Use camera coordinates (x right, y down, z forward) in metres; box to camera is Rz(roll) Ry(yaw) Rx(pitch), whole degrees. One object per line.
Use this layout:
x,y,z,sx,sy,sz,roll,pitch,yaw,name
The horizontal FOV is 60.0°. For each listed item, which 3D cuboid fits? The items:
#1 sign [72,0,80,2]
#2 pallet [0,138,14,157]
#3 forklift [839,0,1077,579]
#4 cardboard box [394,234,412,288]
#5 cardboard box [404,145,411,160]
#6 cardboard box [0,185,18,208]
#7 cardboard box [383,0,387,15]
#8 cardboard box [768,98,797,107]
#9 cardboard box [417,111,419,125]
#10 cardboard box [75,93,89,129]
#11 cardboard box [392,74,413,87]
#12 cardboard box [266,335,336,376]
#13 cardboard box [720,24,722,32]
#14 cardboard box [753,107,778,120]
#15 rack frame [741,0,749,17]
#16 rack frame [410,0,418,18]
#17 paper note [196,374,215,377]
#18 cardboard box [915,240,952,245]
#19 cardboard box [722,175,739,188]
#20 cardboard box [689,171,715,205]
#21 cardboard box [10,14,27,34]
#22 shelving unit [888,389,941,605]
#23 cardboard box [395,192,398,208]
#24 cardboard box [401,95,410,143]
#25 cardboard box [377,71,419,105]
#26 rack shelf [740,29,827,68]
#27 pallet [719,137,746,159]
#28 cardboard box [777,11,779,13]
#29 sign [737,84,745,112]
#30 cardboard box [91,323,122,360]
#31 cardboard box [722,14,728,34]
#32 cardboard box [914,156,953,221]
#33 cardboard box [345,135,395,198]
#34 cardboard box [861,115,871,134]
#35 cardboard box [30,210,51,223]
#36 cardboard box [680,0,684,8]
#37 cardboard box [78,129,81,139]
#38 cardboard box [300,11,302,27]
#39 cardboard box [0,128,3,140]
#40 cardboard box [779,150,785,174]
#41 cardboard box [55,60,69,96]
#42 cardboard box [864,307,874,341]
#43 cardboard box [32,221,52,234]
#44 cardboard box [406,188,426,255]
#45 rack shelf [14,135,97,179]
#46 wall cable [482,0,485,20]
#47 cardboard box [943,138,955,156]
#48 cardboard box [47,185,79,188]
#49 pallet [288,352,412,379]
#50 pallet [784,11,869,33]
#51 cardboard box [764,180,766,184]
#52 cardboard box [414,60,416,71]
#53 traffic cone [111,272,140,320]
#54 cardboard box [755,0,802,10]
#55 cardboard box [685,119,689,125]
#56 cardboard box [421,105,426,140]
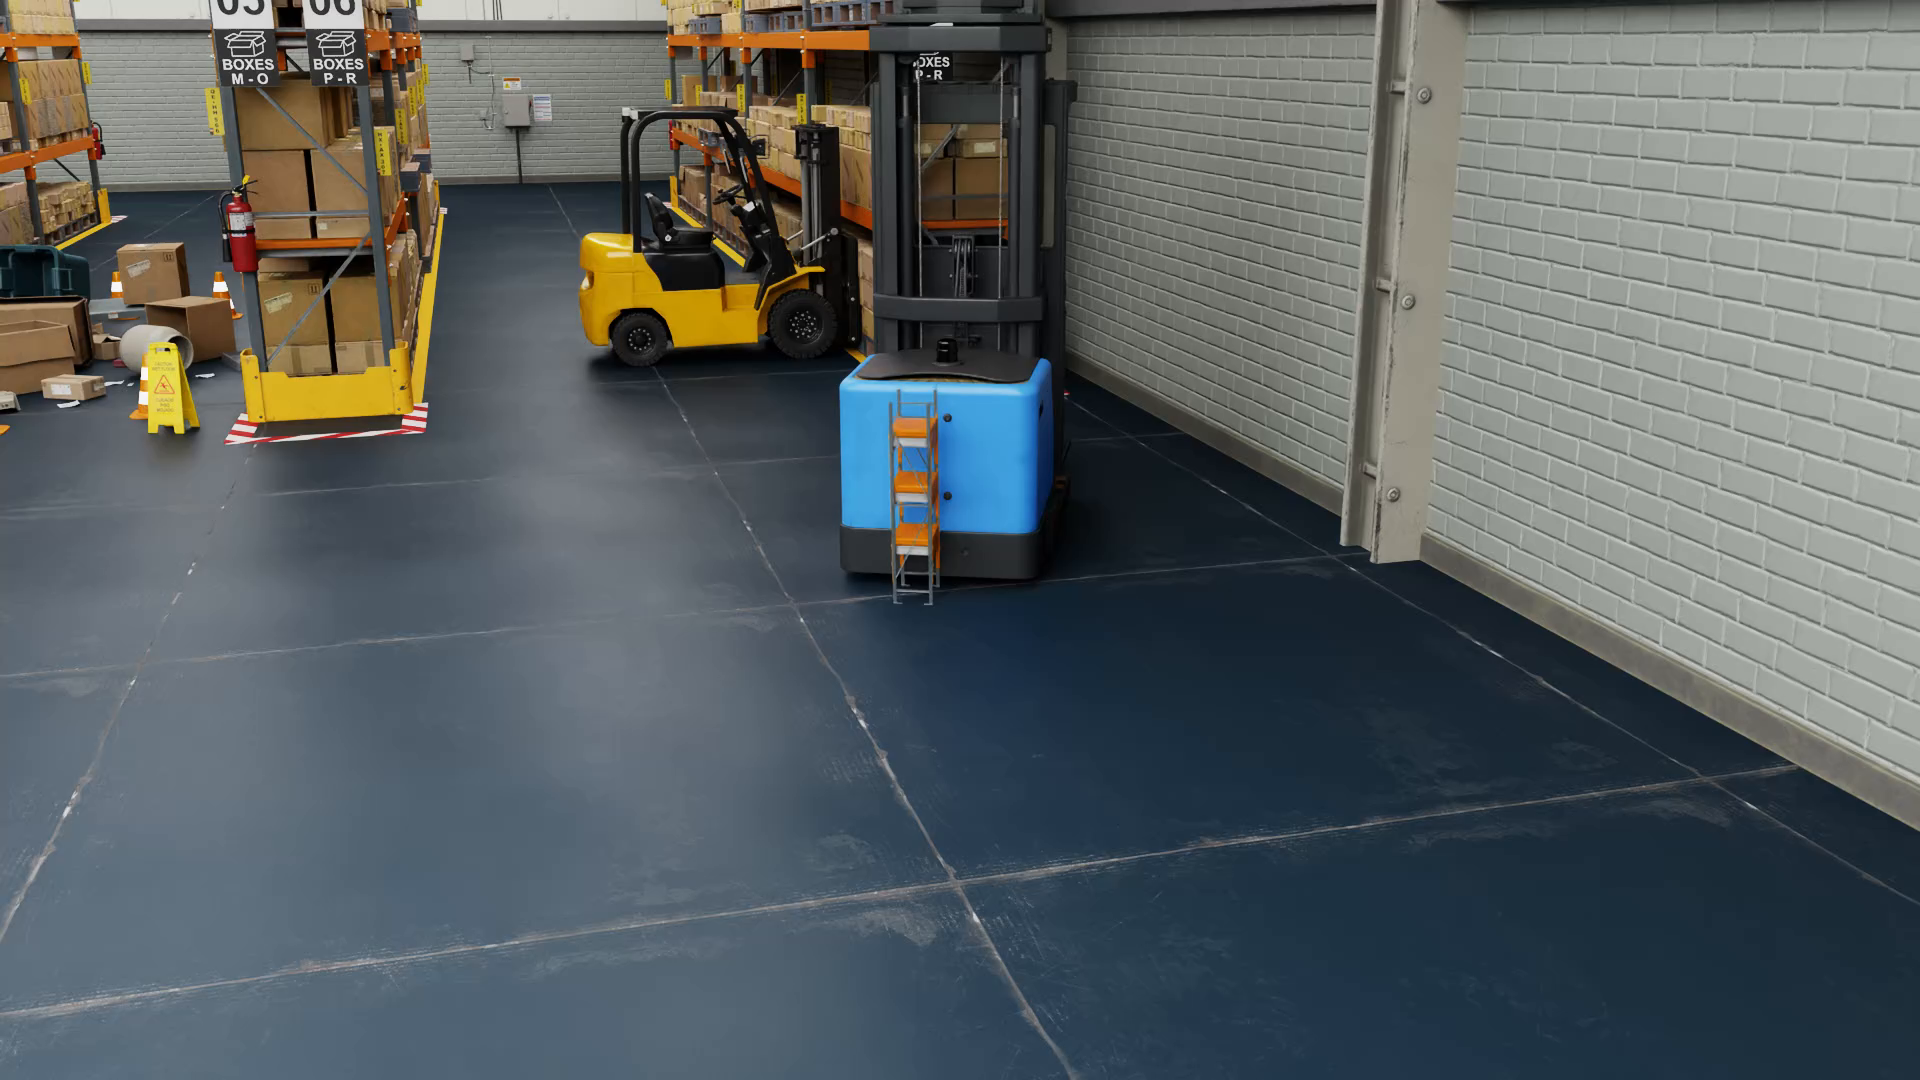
-13.342,-8.283,25.058,0.100,0.325,0.005,-5,17,-15,sign
-12.711,-4.962,21.092,1.003,0.211,1.213,-5,17,-15,pallet
0.085,-1.581,9.621,1.130,2.935,3.031,2,17,8,forklift
-5.431,-2.585,15.588,0.500,0.500,0.500,-5,17,-16,cardboard box
-6.031,-4.105,17.611,0.380,0.149,0.250,-4,17,-13,cardboard box
-12.205,-4.311,20.901,0.500,0.250,0.500,-4,17,-13,cardboard box
-5.471,-4.890,15.045,0.500,0.250,0.500,-5,17,-16,cardboard box
-2.170,-5.387,21.269,0.500,0.500,0.500,-4,17,-13,cardboard box
-7.550,-5.624,22.351,0.500,0.250,0.500,-4,17,-14,cardboard box
-13.510,-6.470,25.086,0.500,0.500,0.500,-4,17,-14,cardboard box
-7.259,-5.693,21.279,0.500,0.500,0.500,-4,17,-14,cardboard box
-5.239,-1.470,13.183,0.500,0.250,0.500,-5,17,-16,cardboard box
-3.661,-7.482,24.370,0.380,0.149,0.250,-5,17,-16,cardboard box
-2.300,-5.157,20.104,0.380,0.149,0.250,-4,17,-14,cardboard box
-2.179,-7.857,19.965,1.000,3.000,0.127,-5,17,-15,rack frame
-9.149,-9.676,26.022,1.000,3.000,0.127,-5,17,-15,rack frame
-6.368,-1.394,14.040,0.142,0.019,0.148,-12,20,-34,paper note
-0.198,-2.559,15.068,0.500,0.250,0.500,-5,17,-16,cardboard box
-3.204,-5.144,23.849,0.380,0.149,0.250,-6,18,-18,cardboard box
-4.054,-5.630,26.596,0.500,0.500,0.500,-4,17,-14,cardboard box
-12.655,-6.791,21.892,0.500,0.250,0.500,-4,17,-12,cardboard box
-0.224,-0.211,8.304,0.215,1.050,0.252,2,20,7,shelving unit
-5.187,-3.018,14.721,0.380,0.149,0.250,-5,17,-16,cardboard box
-6.117,-4.445,17.615,0.500,0.500,0.500,-5,18,-18,cardboard box
-7.948,-6.374,23.546,0.500,0.500,0.500,-5,17,-15,cardboard box
-1.629,-5.522,18.659,1.077,0.370,4.000,-5,17,-15,rack shelf
-2.433,-5.074,21.462,1.213,0.211,1.003,-5,17,-15,pallet
-2.102,-6.730,20.995,0.380,0.149,0.250,-5,17,-16,cardboard box
-2.698,-5.455,20.522,0.100,0.325,0.005,-5,17,-15,sign
-7.691,-1.779,14.913,0.396,0.266,0.258,11,20,32,cardboard box
-2.830,-6.748,21.751,0.500,0.250,0.500,-5,17,-15,cardboard box
-0.368,-2.934,13.831,0.500,0.500,0.500,-5,17,-16,cardboard box
-5.050,-3.144,14.015,0.500,0.500,0.500,-5,17,-16,cardboard box
-0.652,-3.628,14.498,0.380,0.149,0.250,-4,17,-14,cardboard box
-12.573,-4.381,22.531,0.380,0.149,0.250,-4,17,-13,cardboard box
-4.074,-8.380,25.797,0.500,0.250,0.500,-4,17,-14,cardboard box
-13.487,-6.124,25.061,0.380,0.149,0.250,-5,17,-15,cardboard box
-5.578,-4.267,13.666,0.380,0.149,0.250,-5,17,-15,cardboard box
-12.343,-5.123,20.999,0.380,0.149,0.250,-5,17,-15,cardboard box
-1.720,-4.202,18.489,0.500,0.250,0.500,-5,17,-15,cardboard box
-13.225,-6.663,23.989,0.500,0.500,0.500,-4,17,-12,cardboard box
-0.541,-1.898,14.607,0.500,0.250,0.500,-5,17,-15,cardboard box
-12.573,-4.239,22.576,0.380,0.149,0.250,-5,18,-18,cardboard box
-7.060,-3.971,20.422,0.875,0.875,0.875,-5,17,-16,cardboard box
-13.331,-5.486,23.751,1.077,0.370,4.000,-5,17,-15,rack shelf
-10.259,-11.286,31.382,2.355,3.000,0.029,-5,17,-15,wall cable
0.047,-3.307,13.945,0.380,0.149,0.250,-5,17,-15,cardboard box
-13.274,-5.166,24.626,0.380,0.149,0.250,-5,18,-17,cardboard box
-4.962,-1.290,13.380,1.003,0.211,1.213,-5,17,-15,pallet
-1.335,-5.465,17.550,0.805,0.209,1.217,-5,18,-17,pallet
-2.628,-5.037,23.496,0.380,0.149,0.250,-4,17,-14,cardboard box
-8.138,-6.928,24.263,0.380,0.149,0.250,-5,17,-17,cardboard box
-8.579,-2.502,16.977,0.336,0.463,0.334,-5,17,-15,traffic cone
-1.979,-6.366,19.138,0.700,0.500,0.500,-5,17,-16,cardboard box
-4.070,-6.701,26.290,0.500,0.250,0.500,-5,17,-17,cardboard box
-8.192,-6.172,24.613,0.500,0.500,0.500,-5,17,-15,cardboard box
